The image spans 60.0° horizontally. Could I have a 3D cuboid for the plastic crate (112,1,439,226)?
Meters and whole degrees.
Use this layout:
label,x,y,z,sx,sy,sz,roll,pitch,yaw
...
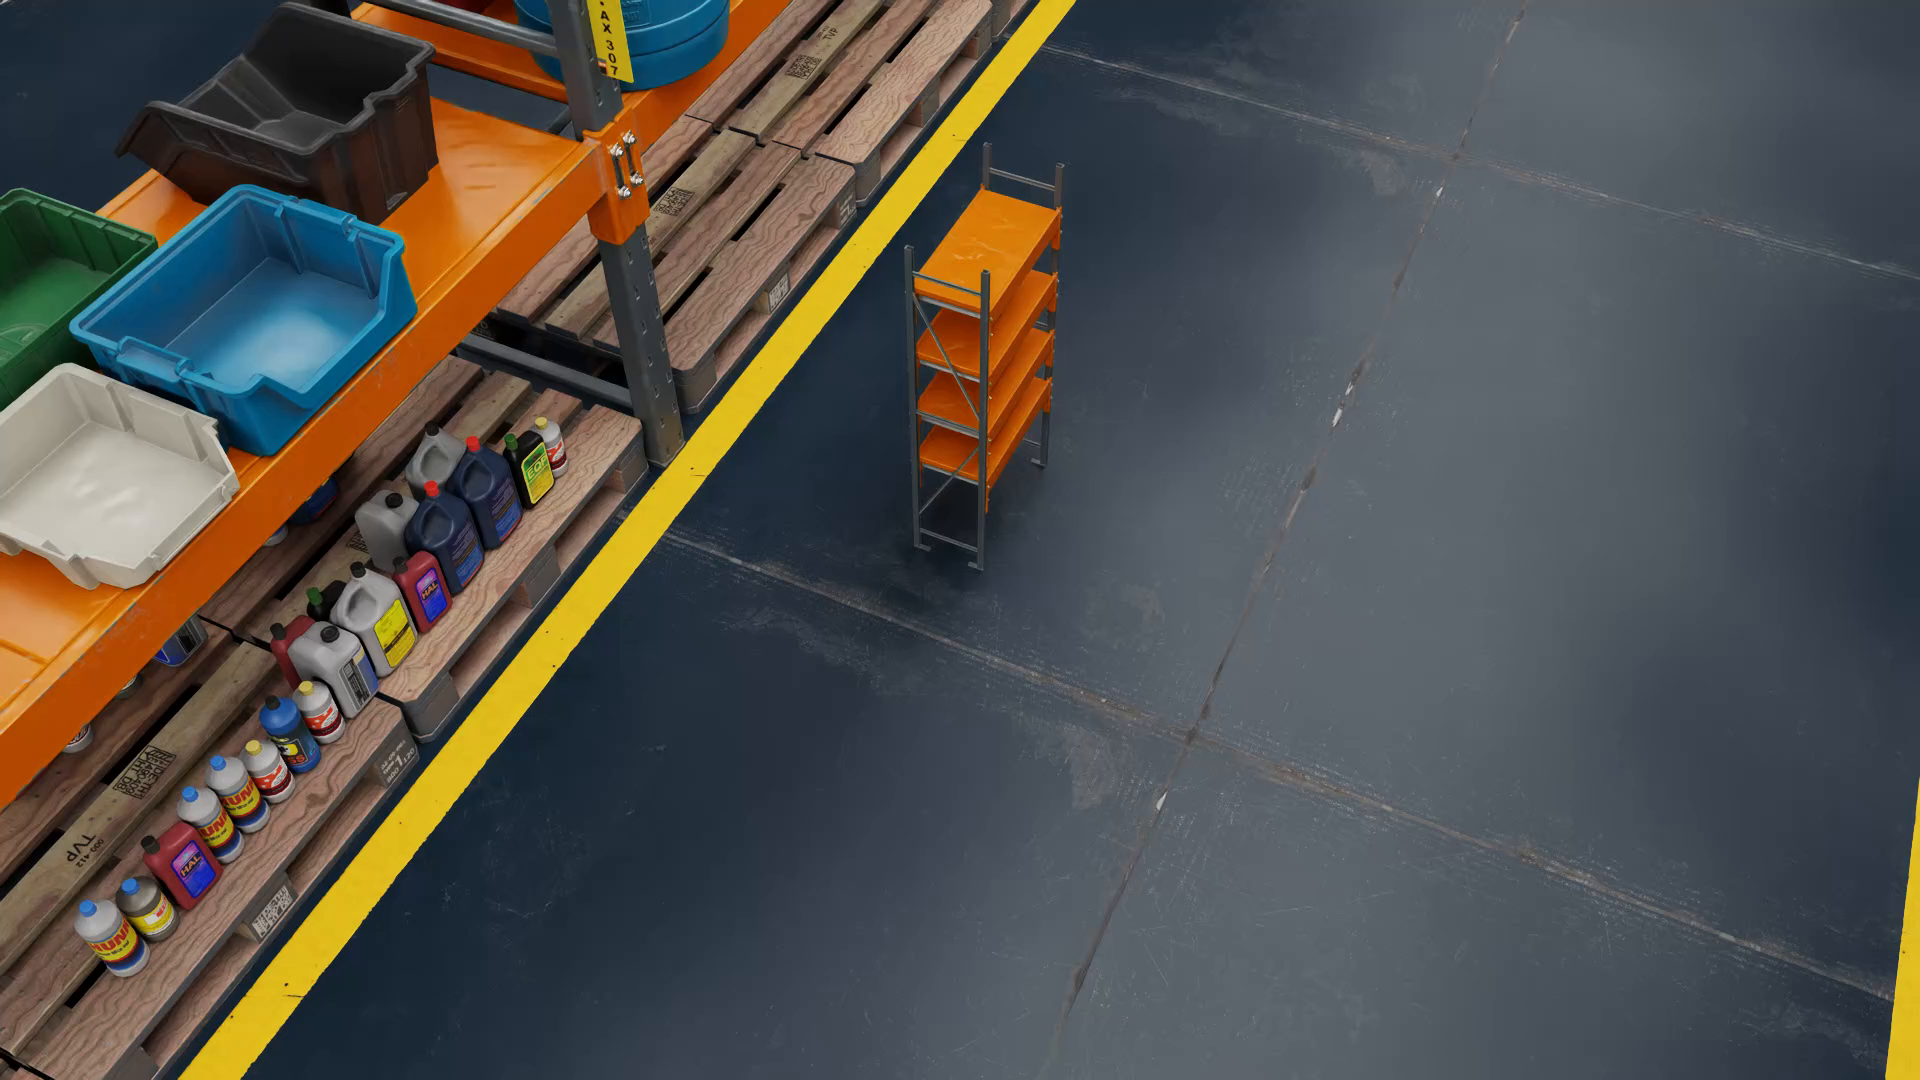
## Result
label,x,y,z,sx,sy,sz,roll,pitch,yaw
plastic crate,-1.726,-1.068,4.230,0.767,0.338,0.504,20,52,16

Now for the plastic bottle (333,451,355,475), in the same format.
label,x,y,z,sx,sy,sz,roll,pitch,yaw
plastic bottle,-1.936,-0.327,5.054,0.061,0.283,0.133,20,52,16

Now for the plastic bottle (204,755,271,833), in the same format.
label,x,y,z,sx,sy,sz,roll,pitch,yaw
plastic bottle,-1.850,0.636,4.241,0.097,0.271,0.097,0,50,0

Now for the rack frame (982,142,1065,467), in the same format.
label,x,y,z,sx,sy,sz,roll,pitch,yaw
rack frame,0.175,-0.671,5.033,0.240,1.200,0.015,20,52,16

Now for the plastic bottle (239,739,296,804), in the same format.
label,x,y,z,sx,sy,sz,roll,pitch,yaw
plastic bottle,-1.808,0.591,4.326,0.097,0.201,0.097,0,50,0

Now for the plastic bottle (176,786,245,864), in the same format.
label,x,y,z,sx,sy,sz,roll,pitch,yaw
plastic bottle,-1.893,0.705,4.183,0.097,0.271,0.097,0,50,0

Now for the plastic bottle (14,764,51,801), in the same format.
label,x,y,z,sx,sy,sz,roll,pitch,yaw
plastic bottle,-2.479,0.547,4.310,0.061,0.283,0.133,20,52,16

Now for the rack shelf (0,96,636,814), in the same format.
label,x,y,z,sx,sy,sz,roll,pitch,yaw
rack shelf,-2.241,0.203,3.580,1.077,0.370,4.000,20,52,16

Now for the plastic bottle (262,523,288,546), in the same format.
label,x,y,z,sx,sy,sz,roll,pitch,yaw
plastic bottle,-2.060,-0.106,4.873,0.097,0.271,0.097,0,50,0

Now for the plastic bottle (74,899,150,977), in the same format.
label,x,y,z,sx,sy,sz,roll,pitch,yaw
plastic bottle,-2.040,0.941,3.982,0.097,0.271,0.097,0,50,0

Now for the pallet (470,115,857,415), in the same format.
label,x,y,z,sx,sy,sz,roll,pitch,yaw
pallet,-1.087,-1.057,6.011,1.003,0.211,1.213,20,52,16

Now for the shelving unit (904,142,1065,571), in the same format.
label,x,y,z,sx,sy,sz,roll,pitch,yaw
shelving unit,0.071,-0.503,4.890,0.258,1.200,0.503,20,52,16

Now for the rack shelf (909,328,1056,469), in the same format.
label,x,y,z,sx,sy,sz,roll,pitch,yaw
rack shelf,0.071,-0.459,4.941,0.258,0.148,0.480,20,52,16

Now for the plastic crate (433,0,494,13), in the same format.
label,x,y,z,sx,sy,sz,roll,pitch,yaw
plastic crate,-1.457,-1.861,4.822,0.402,0.464,0.583,20,52,16

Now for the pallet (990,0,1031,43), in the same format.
label,x,y,z,sx,sy,sz,roll,pitch,yaw
pallet,-0.044,-2.737,7.441,1.003,0.211,1.213,20,52,16

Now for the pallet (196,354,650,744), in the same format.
label,x,y,z,sx,sy,sz,roll,pitch,yaw
pallet,-1.712,-0.055,5.158,1.003,0.211,1.213,20,52,16

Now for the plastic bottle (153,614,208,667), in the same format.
label,x,y,z,sx,sy,sz,roll,pitch,yaw
plastic bottle,-2.225,0.207,4.604,0.152,0.276,0.135,20,52,16

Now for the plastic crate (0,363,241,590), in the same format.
label,x,y,z,sx,sy,sz,roll,pitch,yaw
plastic crate,-1.852,-0.122,3.557,0.530,0.136,0.437,20,52,16

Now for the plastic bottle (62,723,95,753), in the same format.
label,x,y,z,sx,sy,sz,roll,pitch,yaw
plastic bottle,-2.395,0.471,4.428,0.097,0.201,0.097,0,50,0

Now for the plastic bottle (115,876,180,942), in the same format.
label,x,y,z,sx,sy,sz,roll,pitch,yaw
plastic bottle,-1.995,0.893,4.069,0.097,0.201,0.097,0,50,0

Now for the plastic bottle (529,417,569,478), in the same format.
label,x,y,z,sx,sy,sz,roll,pitch,yaw
plastic bottle,-1.260,-0.292,5.077,0.097,0.201,0.097,0,50,0

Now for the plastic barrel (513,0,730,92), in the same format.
label,x,y,z,sx,sy,sz,roll,pitch,yaw
plastic barrel,-0.948,-1.737,4.430,0.600,0.901,0.708,20,52,16

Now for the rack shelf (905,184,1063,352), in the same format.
label,x,y,z,sx,sy,sz,roll,pitch,yaw
rack shelf,0.071,-0.757,4.591,0.258,0.148,0.480,20,52,16

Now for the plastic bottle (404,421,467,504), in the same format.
label,x,y,z,sx,sy,sz,roll,pitch,yaw
plastic bottle,-1.532,-0.201,4.902,0.144,0.351,0.185,20,52,16

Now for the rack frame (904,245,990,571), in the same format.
label,x,y,z,sx,sy,sz,roll,pitch,yaw
rack frame,-0.034,-0.335,4.747,0.240,1.200,0.015,20,52,16

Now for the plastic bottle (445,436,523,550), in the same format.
label,x,y,z,sx,sy,sz,roll,pitch,yaw
plastic bottle,-1.402,-0.154,4.862,0.144,0.351,0.185,19,52,15

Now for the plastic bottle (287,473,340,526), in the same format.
label,x,y,z,sx,sy,sz,roll,pitch,yaw
plastic bottle,-1.977,-0.224,4.921,0.144,0.351,0.185,20,52,16

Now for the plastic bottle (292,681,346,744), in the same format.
label,x,y,z,sx,sy,sz,roll,pitch,yaw
plastic bottle,-1.720,0.449,4.447,0.097,0.201,0.097,0,50,0

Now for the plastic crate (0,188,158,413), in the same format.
label,x,y,z,sx,sy,sz,roll,pitch,yaw
plastic crate,-2.222,-0.496,3.842,0.450,0.188,0.662,20,52,16

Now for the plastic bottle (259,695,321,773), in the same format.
label,x,y,z,sx,sy,sz,roll,pitch,yaw
plastic bottle,-1.764,0.497,4.360,0.097,0.271,0.097,0,50,0

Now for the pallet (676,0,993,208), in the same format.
label,x,y,z,sx,sy,sz,roll,pitch,yaw
pallet,-0.567,-1.900,6.728,1.003,0.211,1.213,20,52,16

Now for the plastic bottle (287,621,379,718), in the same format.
label,x,y,z,sx,sy,sz,roll,pitch,yaw
plastic bottle,-1.695,0.335,4.495,0.152,0.276,0.135,21,53,17

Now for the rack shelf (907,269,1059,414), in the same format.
label,x,y,z,sx,sy,sz,roll,pitch,yaw
rack shelf,0.071,-0.604,4.771,0.258,0.148,0.480,20,52,16

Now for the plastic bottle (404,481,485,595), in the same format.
label,x,y,z,sx,sy,sz,roll,pitch,yaw
plastic bottle,-1.484,-0.022,4.750,0.144,0.351,0.185,17,52,14

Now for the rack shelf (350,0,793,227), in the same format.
label,x,y,z,sx,sy,sz,roll,pitch,yaw
rack shelf,-0.533,-2.552,5.924,1.077,0.370,4.000,20,52,16

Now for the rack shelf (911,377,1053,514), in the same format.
label,x,y,z,sx,sy,sz,roll,pitch,yaw
rack shelf,0.071,-0.331,5.092,0.258,0.148,0.480,20,52,16

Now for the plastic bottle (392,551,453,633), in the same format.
label,x,y,z,sx,sy,sz,roll,pitch,yaw
plastic bottle,-1.515,0.125,4.669,0.061,0.283,0.133,23,53,18

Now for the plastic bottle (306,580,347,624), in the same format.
label,x,y,z,sx,sy,sz,roll,pitch,yaw
plastic bottle,-1.725,0.206,4.600,0.061,0.283,0.133,20,52,16

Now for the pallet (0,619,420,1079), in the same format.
label,x,y,z,sx,sy,sz,roll,pitch,yaw
pallet,-2.232,0.788,4.441,1.003,0.211,1.213,20,52,16

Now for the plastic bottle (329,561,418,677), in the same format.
label,x,y,z,sx,sy,sz,roll,pitch,yaw
plastic bottle,-1.622,0.200,4.561,0.144,0.351,0.185,19,52,16

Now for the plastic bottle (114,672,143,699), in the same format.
label,x,y,z,sx,sy,sz,roll,pitch,yaw
plastic bottle,-2.321,0.337,4.542,0.097,0.201,0.097,0,50,0

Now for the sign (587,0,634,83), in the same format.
label,x,y,z,sx,sy,sz,roll,pitch,yaw
sign,-0.894,-1.311,4.214,0.100,0.325,0.005,20,52,16

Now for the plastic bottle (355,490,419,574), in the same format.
label,x,y,z,sx,sy,sz,roll,pitch,yaw
plastic bottle,-1.628,-0.029,4.805,0.152,0.276,0.135,20,52,16

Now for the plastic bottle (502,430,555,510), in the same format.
label,x,y,z,sx,sy,sz,roll,pitch,yaw
plastic bottle,-1.294,-0.231,4.972,0.061,0.283,0.133,22,53,18

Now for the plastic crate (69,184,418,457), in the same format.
label,x,y,z,sx,sy,sz,roll,pitch,yaw
plastic crate,-1.614,-0.509,3.811,0.499,0.251,0.616,20,52,16

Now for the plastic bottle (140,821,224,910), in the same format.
label,x,y,z,sx,sy,sz,roll,pitch,yaw
plastic bottle,-1.926,0.788,4.105,0.061,0.283,0.133,21,53,17

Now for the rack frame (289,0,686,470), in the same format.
label,x,y,z,sx,sy,sz,roll,pitch,yaw
rack frame,-1.387,-1.408,4.478,1.000,3.000,0.127,20,52,16

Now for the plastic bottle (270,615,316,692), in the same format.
label,x,y,z,sx,sy,sz,roll,pitch,yaw
plastic bottle,-1.791,0.298,4.521,0.061,0.283,0.133,20,52,16
